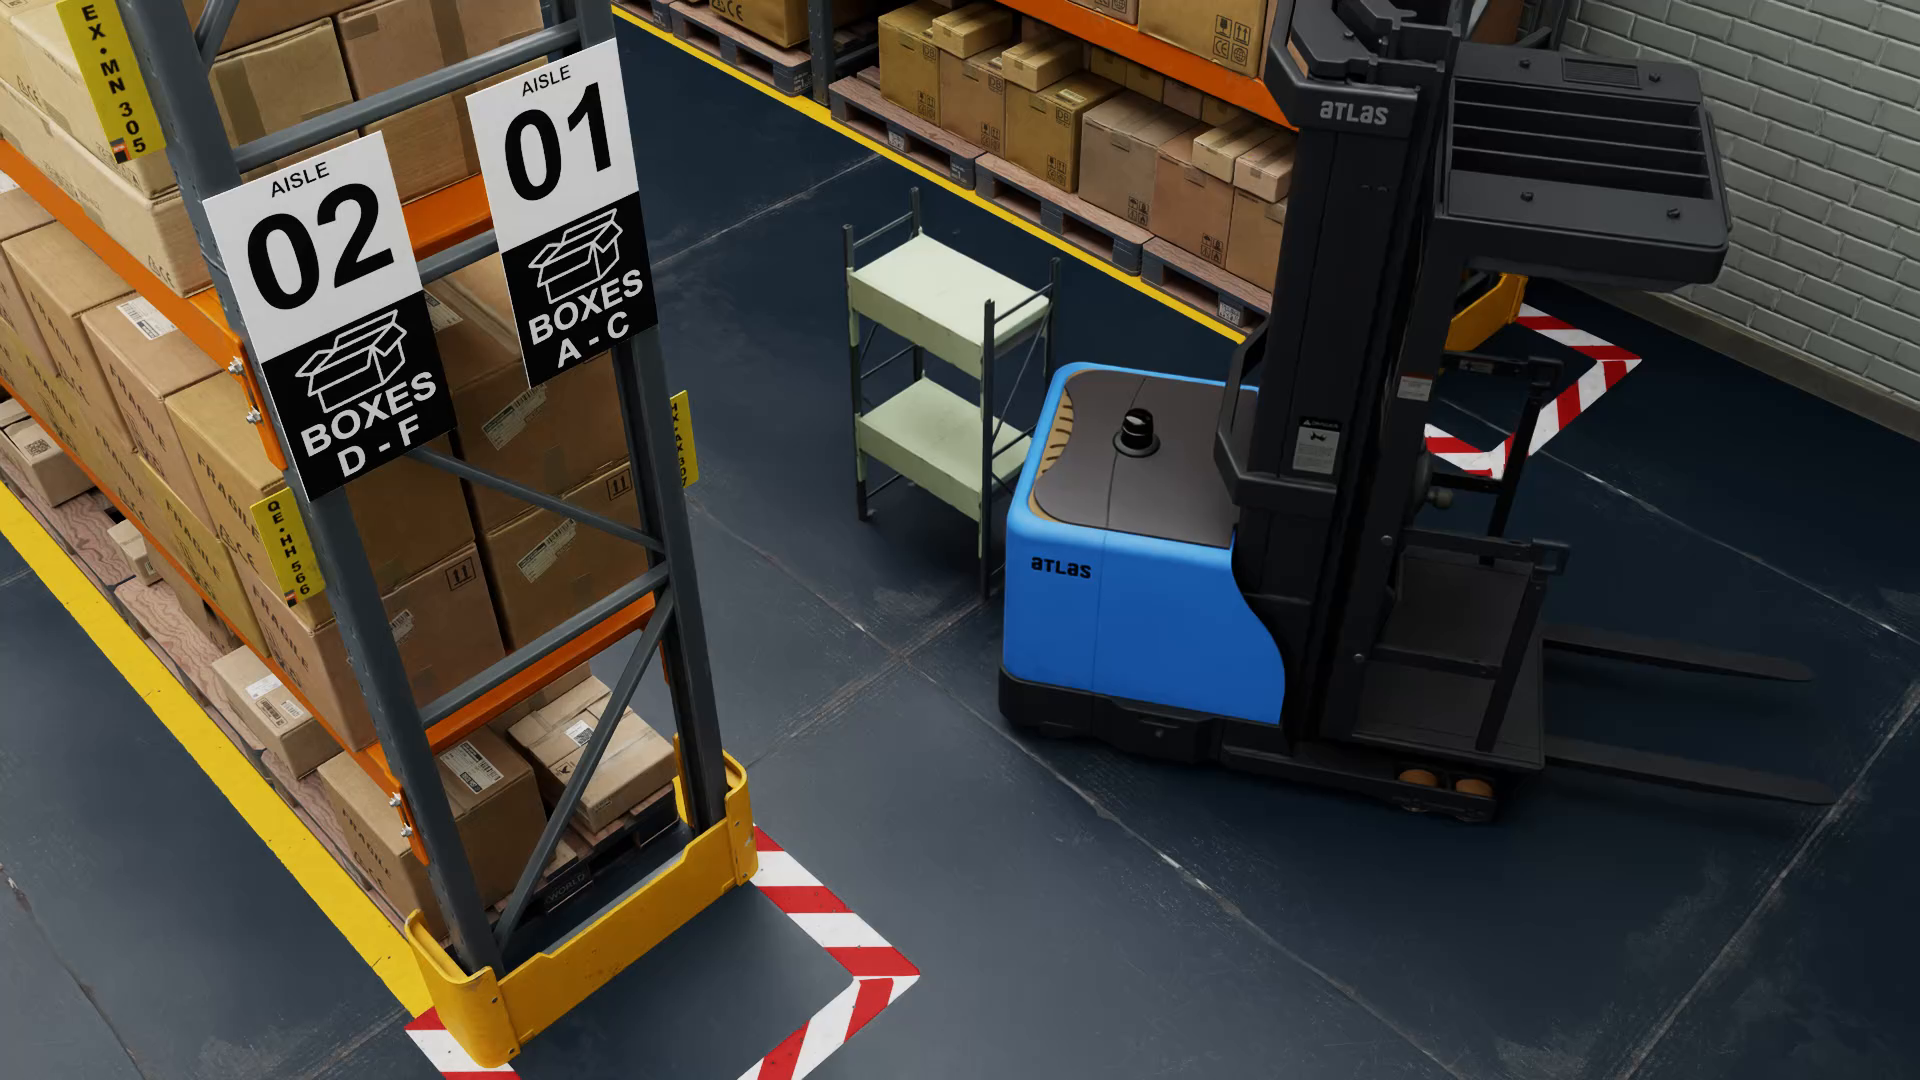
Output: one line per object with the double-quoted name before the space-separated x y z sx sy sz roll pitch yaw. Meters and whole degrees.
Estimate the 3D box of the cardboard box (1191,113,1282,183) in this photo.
"cardboard box" 1.360 -1.930 8.183 0.380 0.149 0.250 -33 52 -30

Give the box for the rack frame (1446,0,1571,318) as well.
"rack frame" 2.326 -2.070 7.280 1.000 3.000 0.127 -34 53 -31

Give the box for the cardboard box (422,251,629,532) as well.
"cardboard box" -1.305 -0.438 4.703 0.500 0.500 0.500 -32 52 -30

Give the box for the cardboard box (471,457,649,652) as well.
"cardboard box" -1.305 -0.071 5.043 0.500 0.500 0.500 -33 52 -30

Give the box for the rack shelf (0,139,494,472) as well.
"rack shelf" -2.591 -1.493 4.975 1.077 0.370 4.000 -34 53 -31

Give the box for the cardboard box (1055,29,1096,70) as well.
"cardboard box" 0.733 -2.723 9.041 0.380 0.149 0.250 -34 52 -31

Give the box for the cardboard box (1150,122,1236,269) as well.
"cardboard box" 1.408 -1.835 8.558 0.500 0.500 0.700 34 53 31

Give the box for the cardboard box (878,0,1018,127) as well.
"cardboard box" -0.043 -2.820 9.624 0.700 0.500 0.500 -33 52 -31

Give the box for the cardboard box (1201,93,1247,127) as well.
"cardboard box" 1.456 -2.232 8.510 0.380 0.149 0.250 -34 52 -31

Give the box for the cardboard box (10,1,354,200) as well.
"cardboard box" -1.722 -1.049 3.707 0.500 0.250 0.500 -34 53 -31

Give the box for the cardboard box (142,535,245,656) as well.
"cardboard box" -2.673 0.039 6.513 0.797 0.503 0.637 -34 53 -31

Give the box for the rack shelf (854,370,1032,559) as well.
"rack shelf" -0.037 -0.327 6.979 0.720 0.370 0.431 32 52 30

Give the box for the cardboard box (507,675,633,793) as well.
"cardboard box" -1.407 0.699 6.047 0.380 0.166 0.250 -34 53 -31

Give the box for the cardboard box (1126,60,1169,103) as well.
"cardboard box" 1.094 -2.477 8.775 0.380 0.149 0.250 -34 52 -31

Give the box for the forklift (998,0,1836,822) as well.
"forklift" 1.722 -0.438 5.565 3.031 2.935 1.130 9 44 10

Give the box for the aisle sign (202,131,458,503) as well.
"aisle sign" -1.347 -0.470 3.632 0.394 0.787 0.004 -34 53 -31

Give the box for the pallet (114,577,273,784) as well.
"pallet" -2.653 0.325 6.743 1.003 0.211 1.213 -34 53 -31

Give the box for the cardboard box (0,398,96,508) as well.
"cardboard box" -3.860 -0.485 7.222 0.500 0.311 0.500 -34 53 -31

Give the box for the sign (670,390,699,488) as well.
"sign" -0.794 -0.272 4.697 0.100 0.325 0.005 -34 53 -31

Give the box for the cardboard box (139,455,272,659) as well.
"cardboard box" -2.056 -0.063 5.035 0.500 0.500 0.500 -34 52 -31

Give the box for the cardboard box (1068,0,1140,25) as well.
"cardboard box" 0.905 -3.136 8.212 0.700 0.700 0.980 32 51 30

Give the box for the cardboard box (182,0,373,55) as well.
"cardboard box" -1.553 -1.439 3.576 0.700 0.500 0.500 -34 53 -31

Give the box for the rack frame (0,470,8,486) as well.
"rack frame" -4.003 -1.616 6.789 1.000 3.000 0.127 -34 53 -31

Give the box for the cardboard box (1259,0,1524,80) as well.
"cardboard box" 1.959 -2.421 7.438 0.980 0.700 0.700 -32 51 -30

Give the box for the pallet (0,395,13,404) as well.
"pallet" -4.604 -0.965 8.139 1.003 0.211 1.213 -34 53 -31

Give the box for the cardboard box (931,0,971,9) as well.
"cardboard box" -0.005 -3.223 9.582 0.250 0.149 0.380 34 52 31

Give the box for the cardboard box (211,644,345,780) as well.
"cardboard box" -2.387 0.540 6.157 0.500 0.250 0.500 -34 53 -31

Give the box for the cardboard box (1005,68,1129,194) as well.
"cardboard box" 0.670 -2.329 9.093 0.700 0.500 0.500 -33 52 -30

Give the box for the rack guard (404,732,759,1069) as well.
"rack guard" -1.232 1.187 5.597 1.175 0.500 0.348 -34 53 -31

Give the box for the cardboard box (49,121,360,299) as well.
"cardboard box" -1.728 -0.861 3.872 0.500 0.250 0.500 -34 53 -31

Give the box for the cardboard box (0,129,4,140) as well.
"cardboard box" -2.436 -1.341 4.391 0.500 0.250 0.500 -34 53 -31

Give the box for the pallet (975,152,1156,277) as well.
"pallet" 0.849 -1.979 9.236 1.003 0.211 1.213 -34 53 -31

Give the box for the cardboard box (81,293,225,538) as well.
"cardboard box" -2.045 -0.423 4.687 0.500 0.500 0.500 -33 52 -30

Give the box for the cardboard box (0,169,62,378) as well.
"cardboard box" -2.777 -0.916 5.221 0.500 0.500 0.500 -32 52 -30

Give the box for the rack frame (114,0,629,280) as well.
"rack frame" -1.178 -1.898 2.673 1.000 3.000 0.127 -34 53 -31

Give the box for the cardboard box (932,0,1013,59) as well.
"cardboard box" 0.070 -2.806 9.131 0.380 0.149 0.250 -32 52 -30

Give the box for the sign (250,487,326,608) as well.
"sign" -1.586 0.021 3.931 0.100 0.325 0.005 -34 53 -31

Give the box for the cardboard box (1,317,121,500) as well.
"cardboard box" -2.761 -0.548 5.559 0.500 0.500 0.500 33 52 31

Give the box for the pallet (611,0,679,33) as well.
"pallet" -1.963 -3.889 11.303 1.003 0.211 1.213 -34 53 -31

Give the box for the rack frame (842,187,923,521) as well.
"rack frame" -0.305 -0.736 6.941 0.023 1.500 0.400 32 52 30

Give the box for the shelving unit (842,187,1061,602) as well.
"shelving unit" -0.037 -0.566 6.758 0.755 1.500 0.431 32 52 30

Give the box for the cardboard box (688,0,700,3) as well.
"cardboard box" -1.680 -4.033 10.679 0.750 0.750 0.750 -32 52 -30
